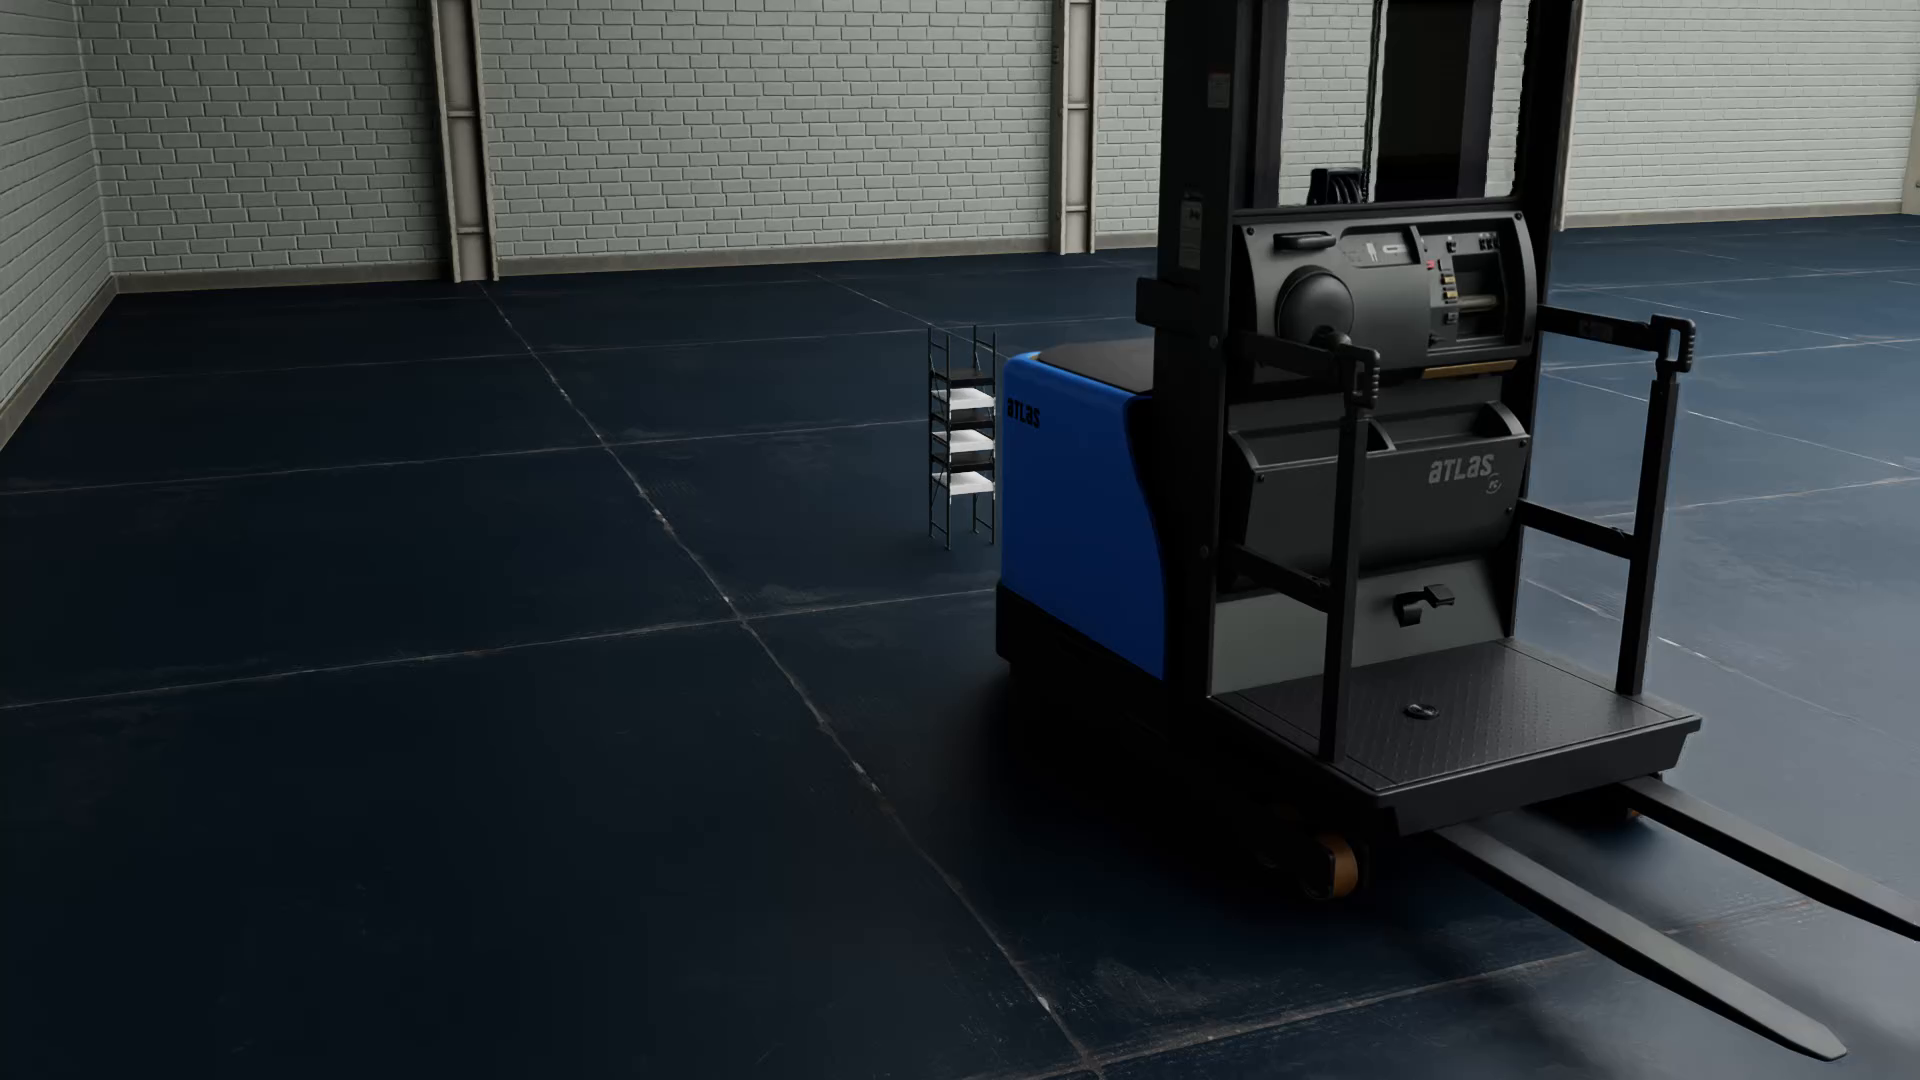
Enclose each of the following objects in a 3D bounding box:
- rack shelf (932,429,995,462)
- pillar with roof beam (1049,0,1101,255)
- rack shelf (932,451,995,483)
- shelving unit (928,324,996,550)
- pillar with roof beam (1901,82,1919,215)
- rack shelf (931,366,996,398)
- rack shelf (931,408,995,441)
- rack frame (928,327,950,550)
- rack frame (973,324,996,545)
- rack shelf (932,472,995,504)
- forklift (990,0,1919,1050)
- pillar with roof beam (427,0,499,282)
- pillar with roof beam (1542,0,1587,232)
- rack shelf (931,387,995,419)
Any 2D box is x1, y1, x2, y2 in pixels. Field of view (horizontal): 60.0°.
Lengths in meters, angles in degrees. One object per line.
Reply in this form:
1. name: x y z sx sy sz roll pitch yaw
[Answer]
1. rack shelf: 0.008 -0.401 6.984 0.200 0.077 0.258 -6 17 -20
2. pillar with roof beam: 2.700 -6.179 12.168 0.400 9.000 9.100 -6 17 -20
3. rack shelf: 0.008 -0.314 7.009 0.200 0.077 0.258 -6 17 -20
4. shelving unit: 0.008 -0.433 6.974 0.210 0.900 0.258 -6 17 -20
5. pillar with roof beam: 13.906 -7.389 16.288 0.400 9.000 9.100 -6 17 -20
6. rack shelf: 0.008 -0.660 6.908 0.200 0.077 0.258 -6 17 -20
7. rack shelf: 0.008 -0.487 6.958 0.200 0.077 0.258 -6 17 -20
8. rack frame: -0.087 -0.422 6.939 0.006 0.900 0.240 -6 17 -20
9. rack frame: 0.103 -0.443 7.009 0.006 0.900 0.240 -6 17 -20
10. rack shelf: 0.008 -0.228 7.034 0.200 0.077 0.258 -6 17 -20
11. forklift: 1.205 -0.672 4.184 1.130 2.935 3.031 -8 18 -25
12. pillar with roof beam: -2.902 -5.574 10.108 0.400 9.000 9.100 -6 17 -20
13. pillar with roof beam: 8.303 -6.784 14.228 0.400 9.000 9.100 -6 17 -20
14. rack shelf: 0.008 -0.573 6.933 0.200 0.077 0.258 -6 17 -20
